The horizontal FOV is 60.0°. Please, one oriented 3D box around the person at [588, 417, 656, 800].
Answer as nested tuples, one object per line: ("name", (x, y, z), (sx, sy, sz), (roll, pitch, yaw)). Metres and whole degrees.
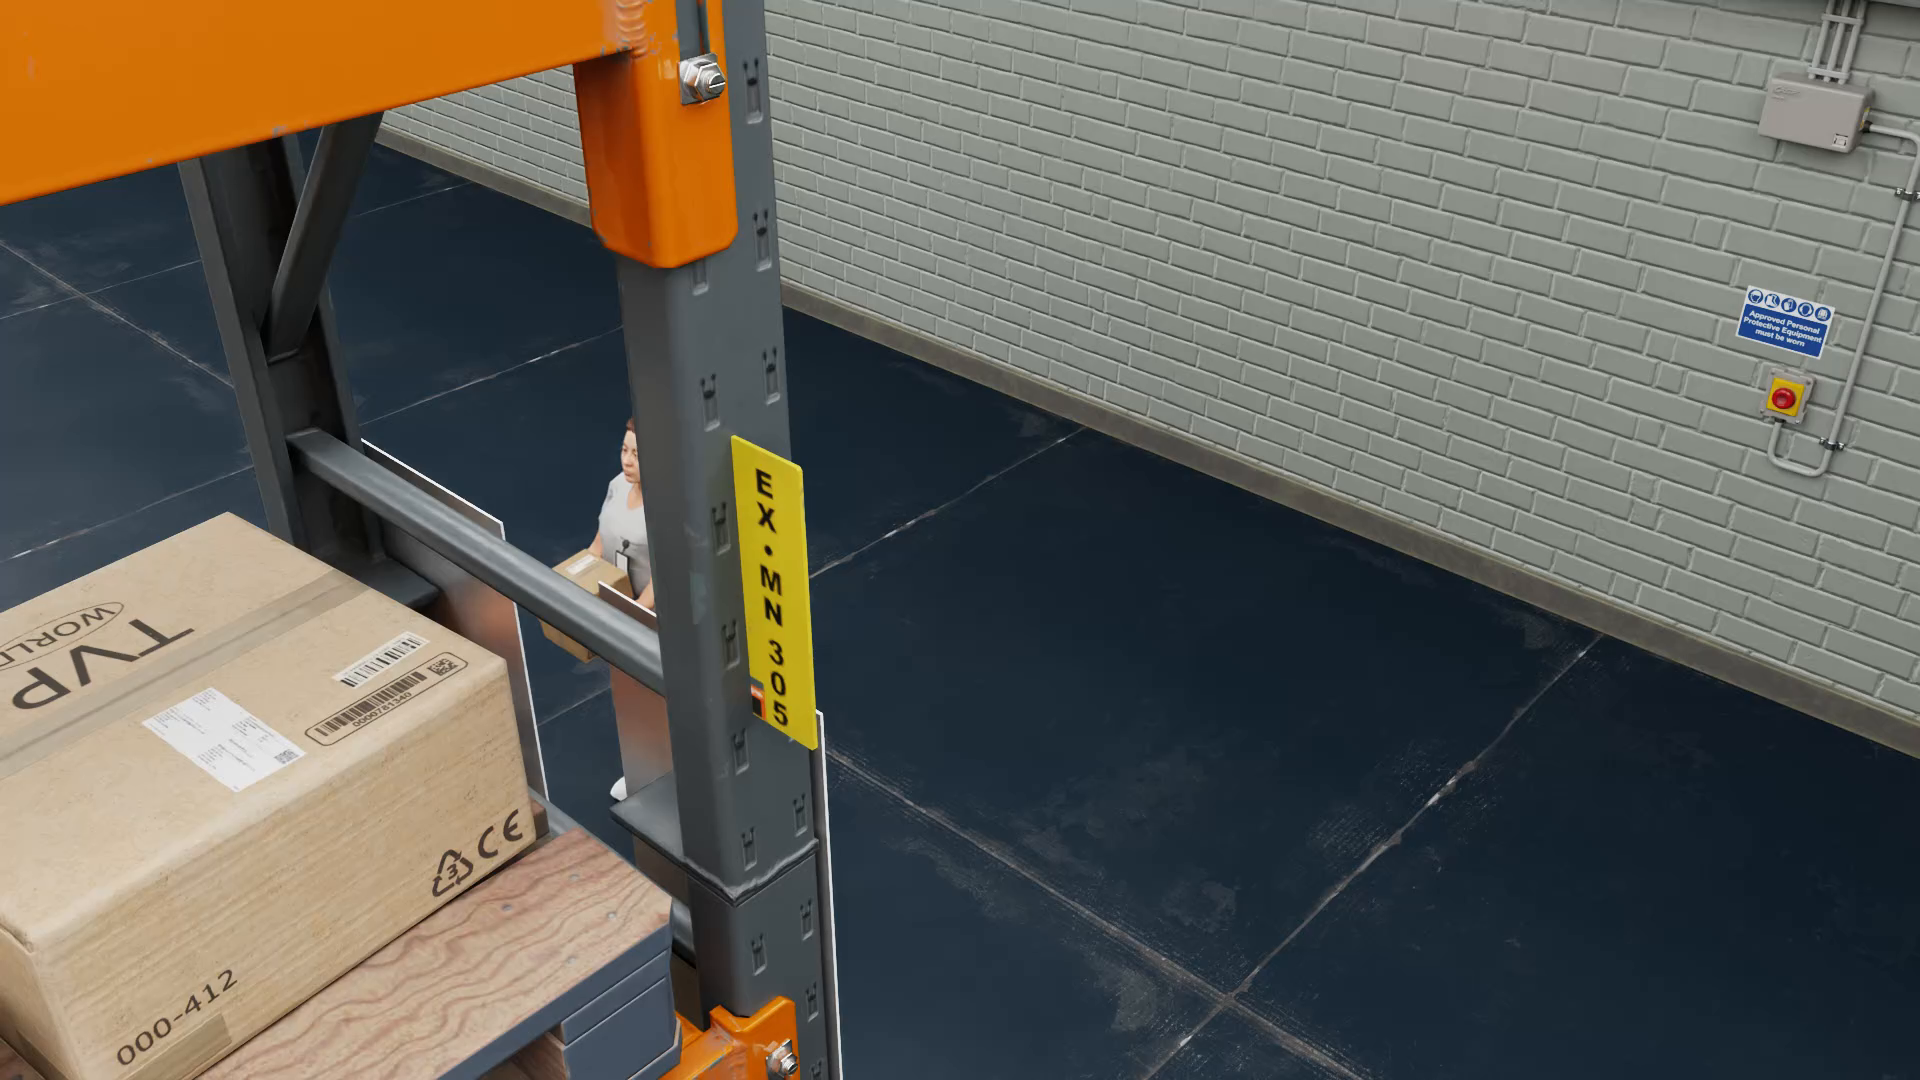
("person", (-1.184, 0.317, 6.128), (0.437, 1.662, 0.554), (26, 40, 35))
